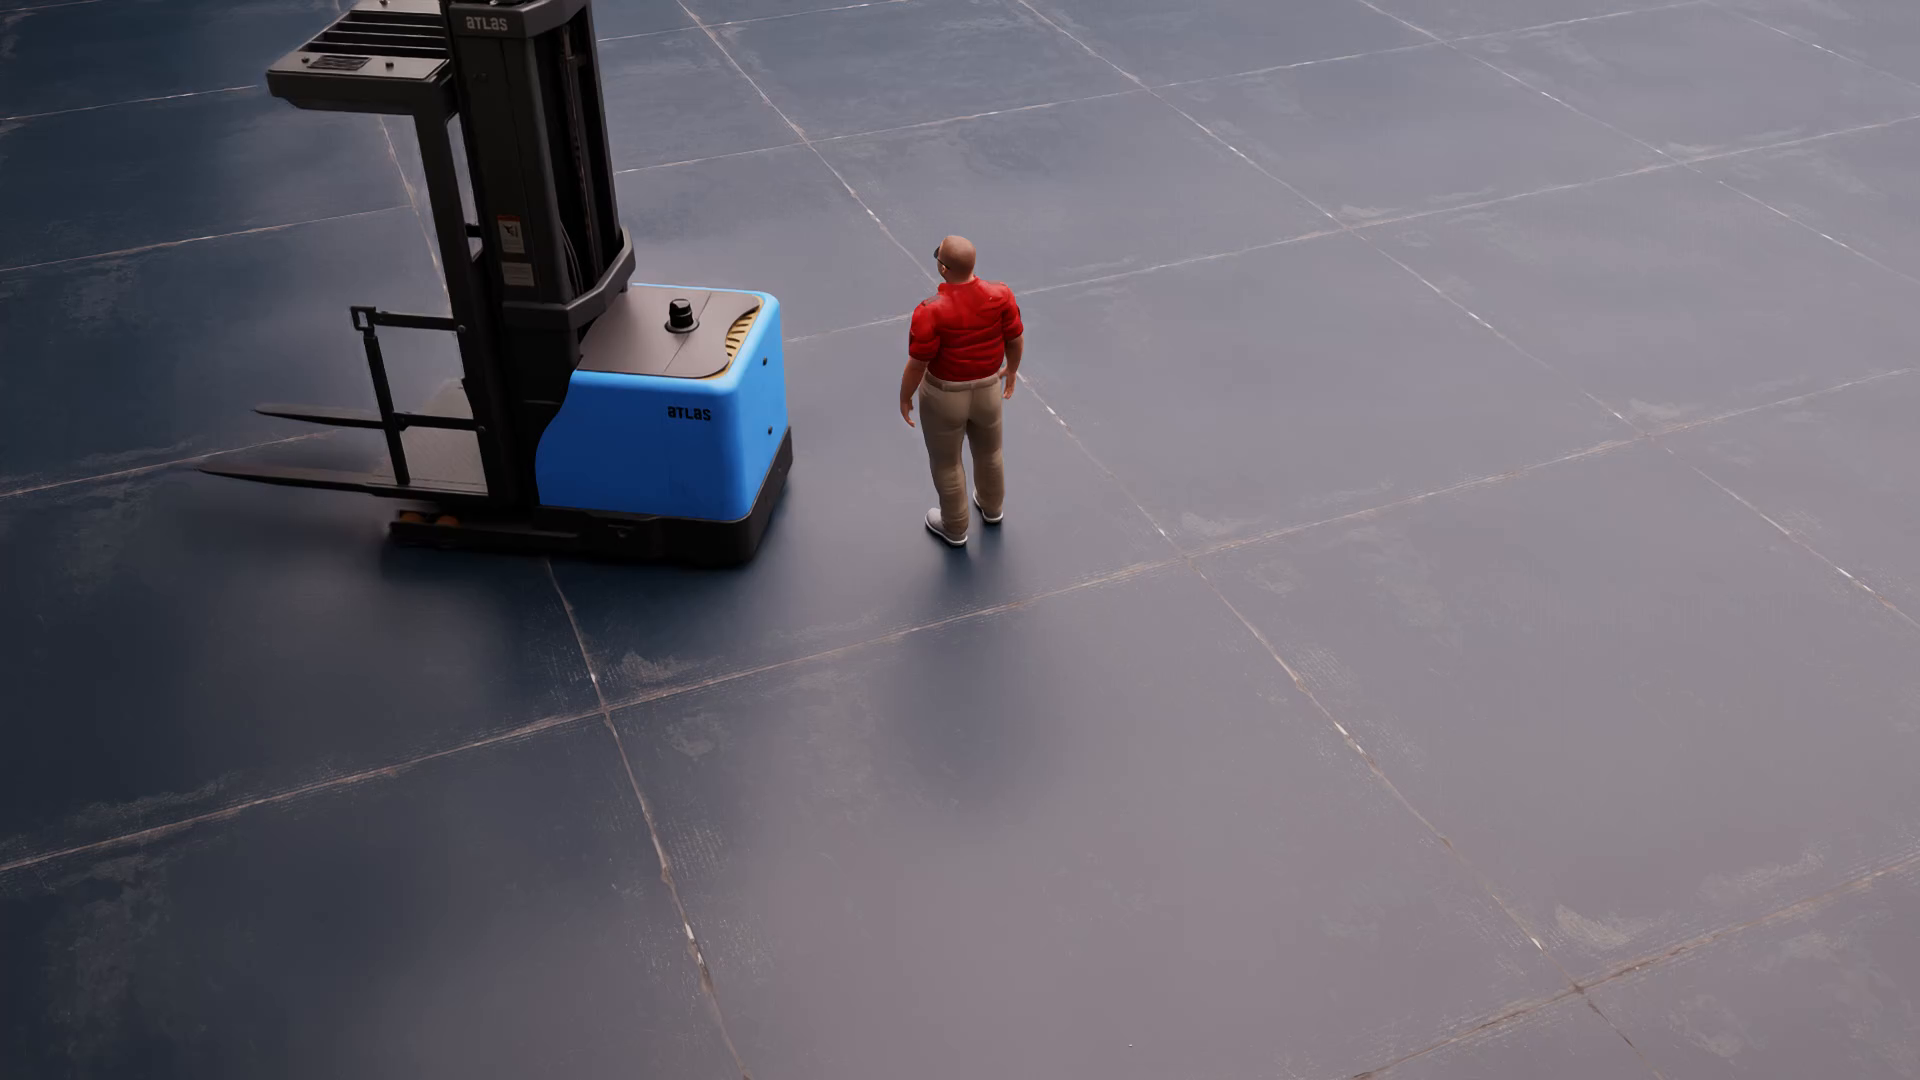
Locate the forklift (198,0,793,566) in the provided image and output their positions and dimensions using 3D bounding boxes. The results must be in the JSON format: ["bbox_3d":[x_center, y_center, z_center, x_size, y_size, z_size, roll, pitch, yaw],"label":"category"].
[{"bbox_3d":[-2.477,-1.448,8.135,3.031,2.935,1.130,5,36,7],"label":"forklift"}]

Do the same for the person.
[{"bbox_3d":[-0.025,-0.762,8.193,0.641,1.727,0.550,-14,38,-19],"label":"person"}]
